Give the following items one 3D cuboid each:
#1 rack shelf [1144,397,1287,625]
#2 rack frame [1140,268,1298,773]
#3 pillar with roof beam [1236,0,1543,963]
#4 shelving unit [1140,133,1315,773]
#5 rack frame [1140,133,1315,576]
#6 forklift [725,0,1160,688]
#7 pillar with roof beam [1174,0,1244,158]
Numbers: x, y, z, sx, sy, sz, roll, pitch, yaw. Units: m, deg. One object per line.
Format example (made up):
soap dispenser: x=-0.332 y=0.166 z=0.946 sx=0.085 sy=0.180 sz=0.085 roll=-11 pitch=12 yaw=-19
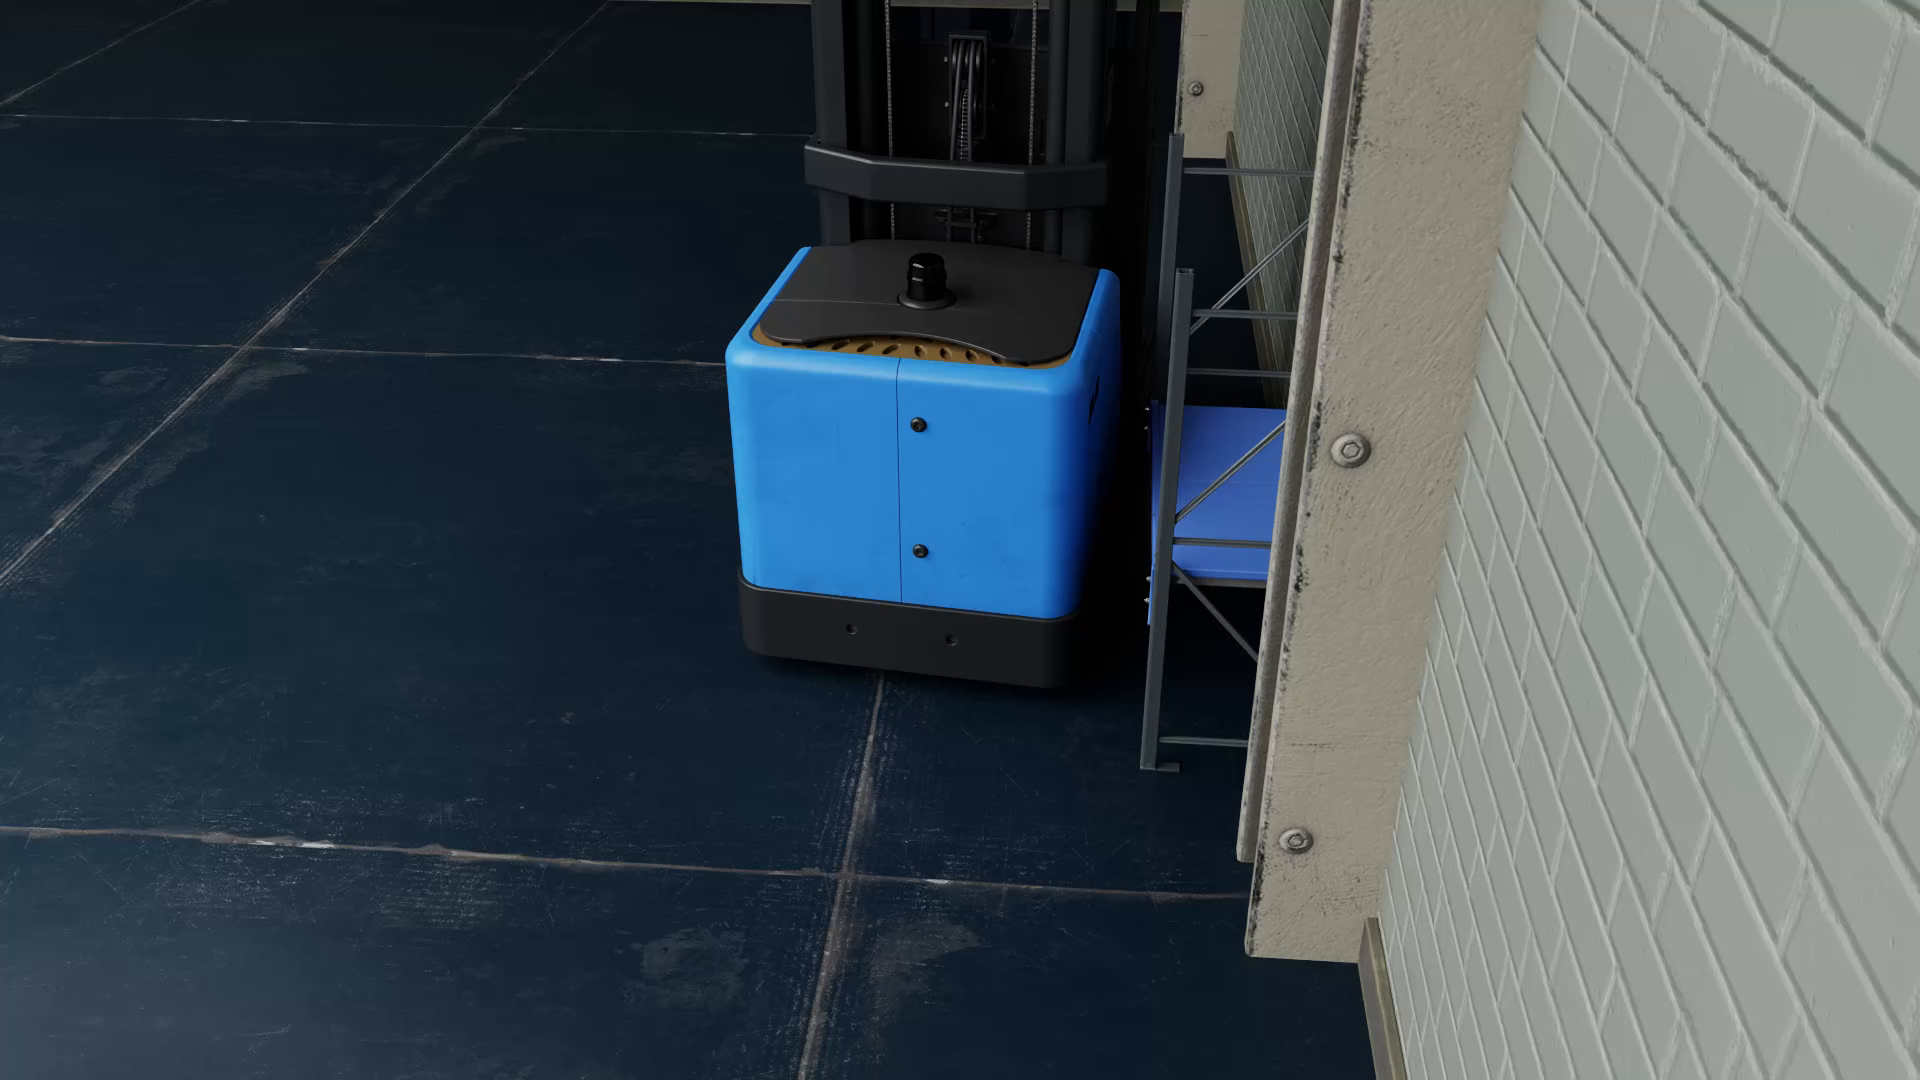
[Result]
rack shelf: x=0.805 y=-0.097 z=4.821 sx=0.538 sy=0.185 sz=1.000 roll=3 pitch=32 yaw=4
rack frame: x=0.759 y=0.016 z=4.295 sx=0.500 sy=1.500 sz=0.032 roll=3 pitch=32 yaw=4
pillar with roof beam: x=-3.417 y=-3.089 z=2.185 sx=9.100 sy=9.000 sz=0.400 roll=2 pitch=32 yaw=4
shelving unit: x=0.805 y=-0.250 z=4.726 sx=0.538 sy=1.500 sz=1.048 roll=3 pitch=32 yaw=4
rack frame: x=0.852 y=-0.516 z=5.157 sx=0.500 sy=1.500 sz=0.032 roll=3 pitch=32 yaw=4
forklift: x=0.122 y=-1.571 z=5.506 sx=1.130 sy=2.935 sz=3.031 roll=6 pitch=32 yaw=10
pillar with roof beam: x=-2.929 y=-6.226 z=7.276 sx=9.100 sy=9.000 sz=0.400 roll=2 pitch=32 yaw=4
